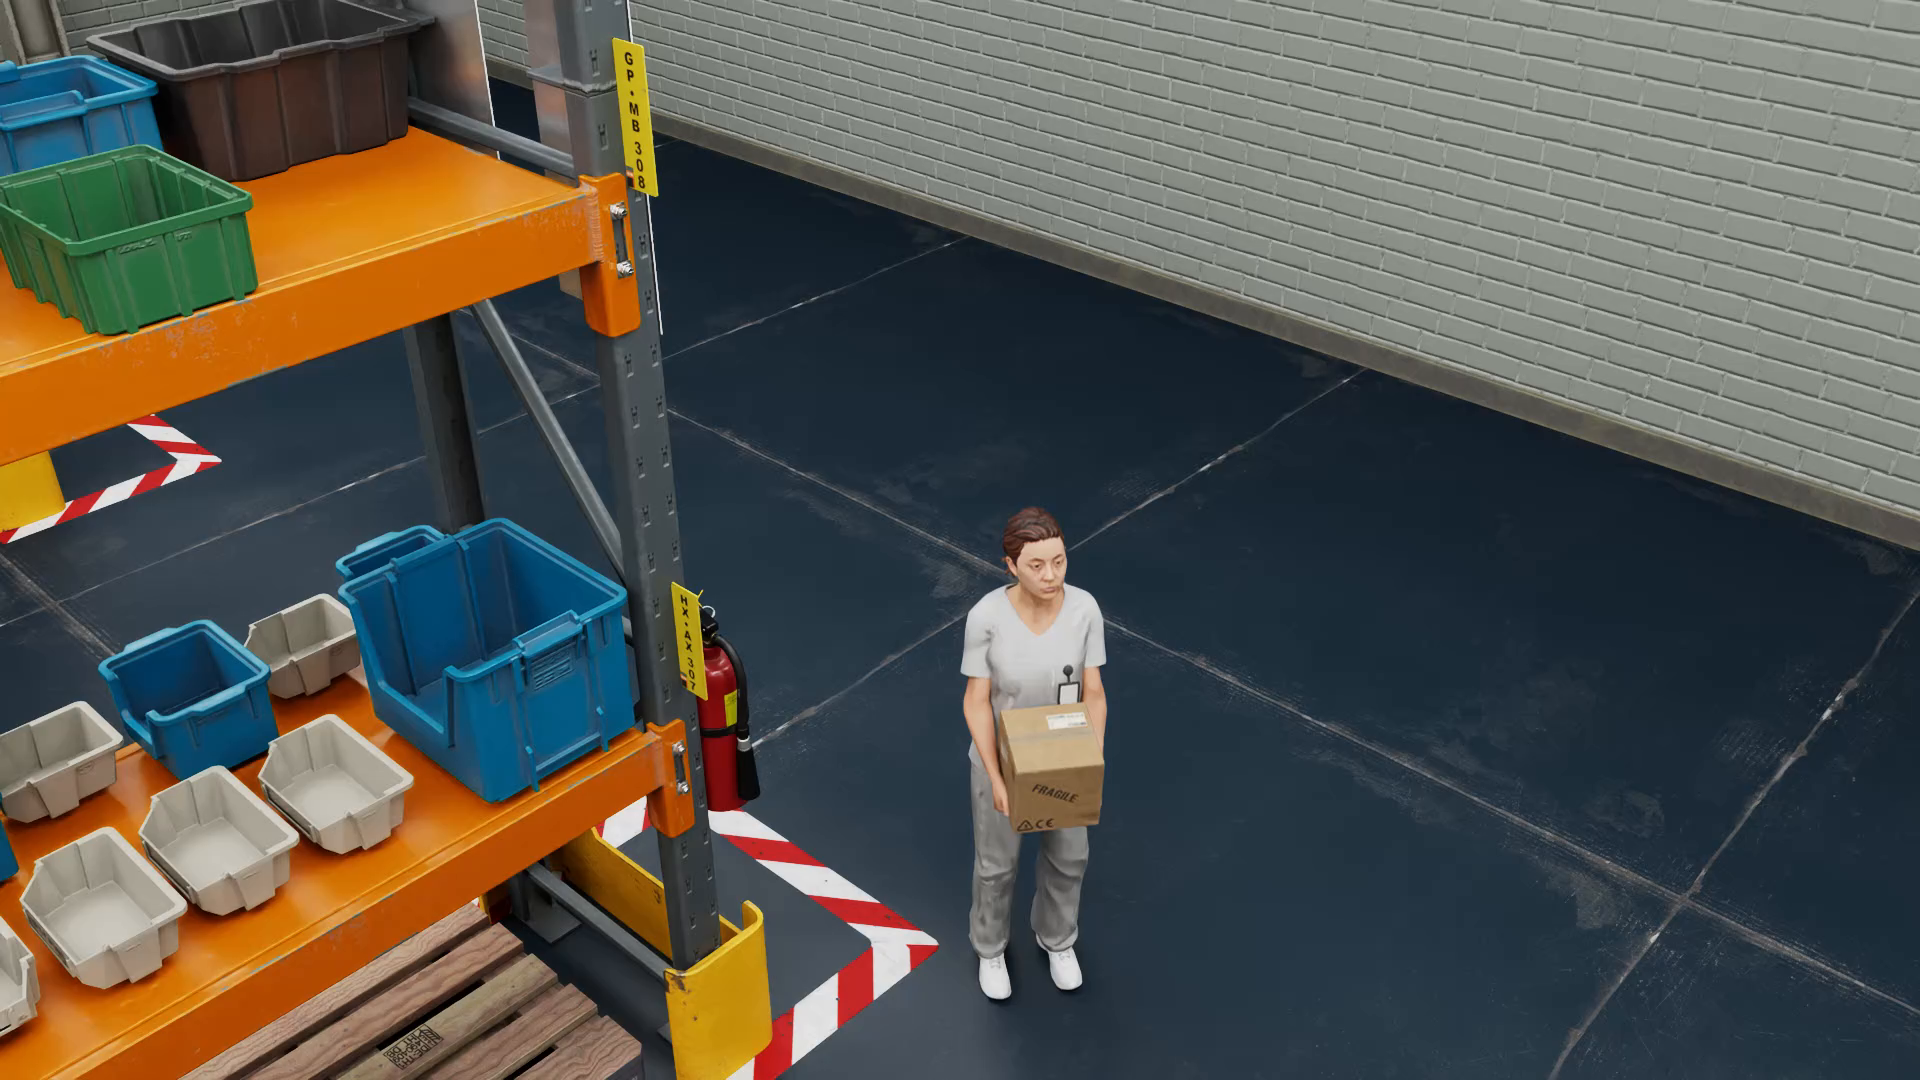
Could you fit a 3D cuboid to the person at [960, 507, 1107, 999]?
[{"bbox_3d":[0.225,0.703,4.999,0.436,1.663,0.560,-5,32,-8],"label":"person"}]
